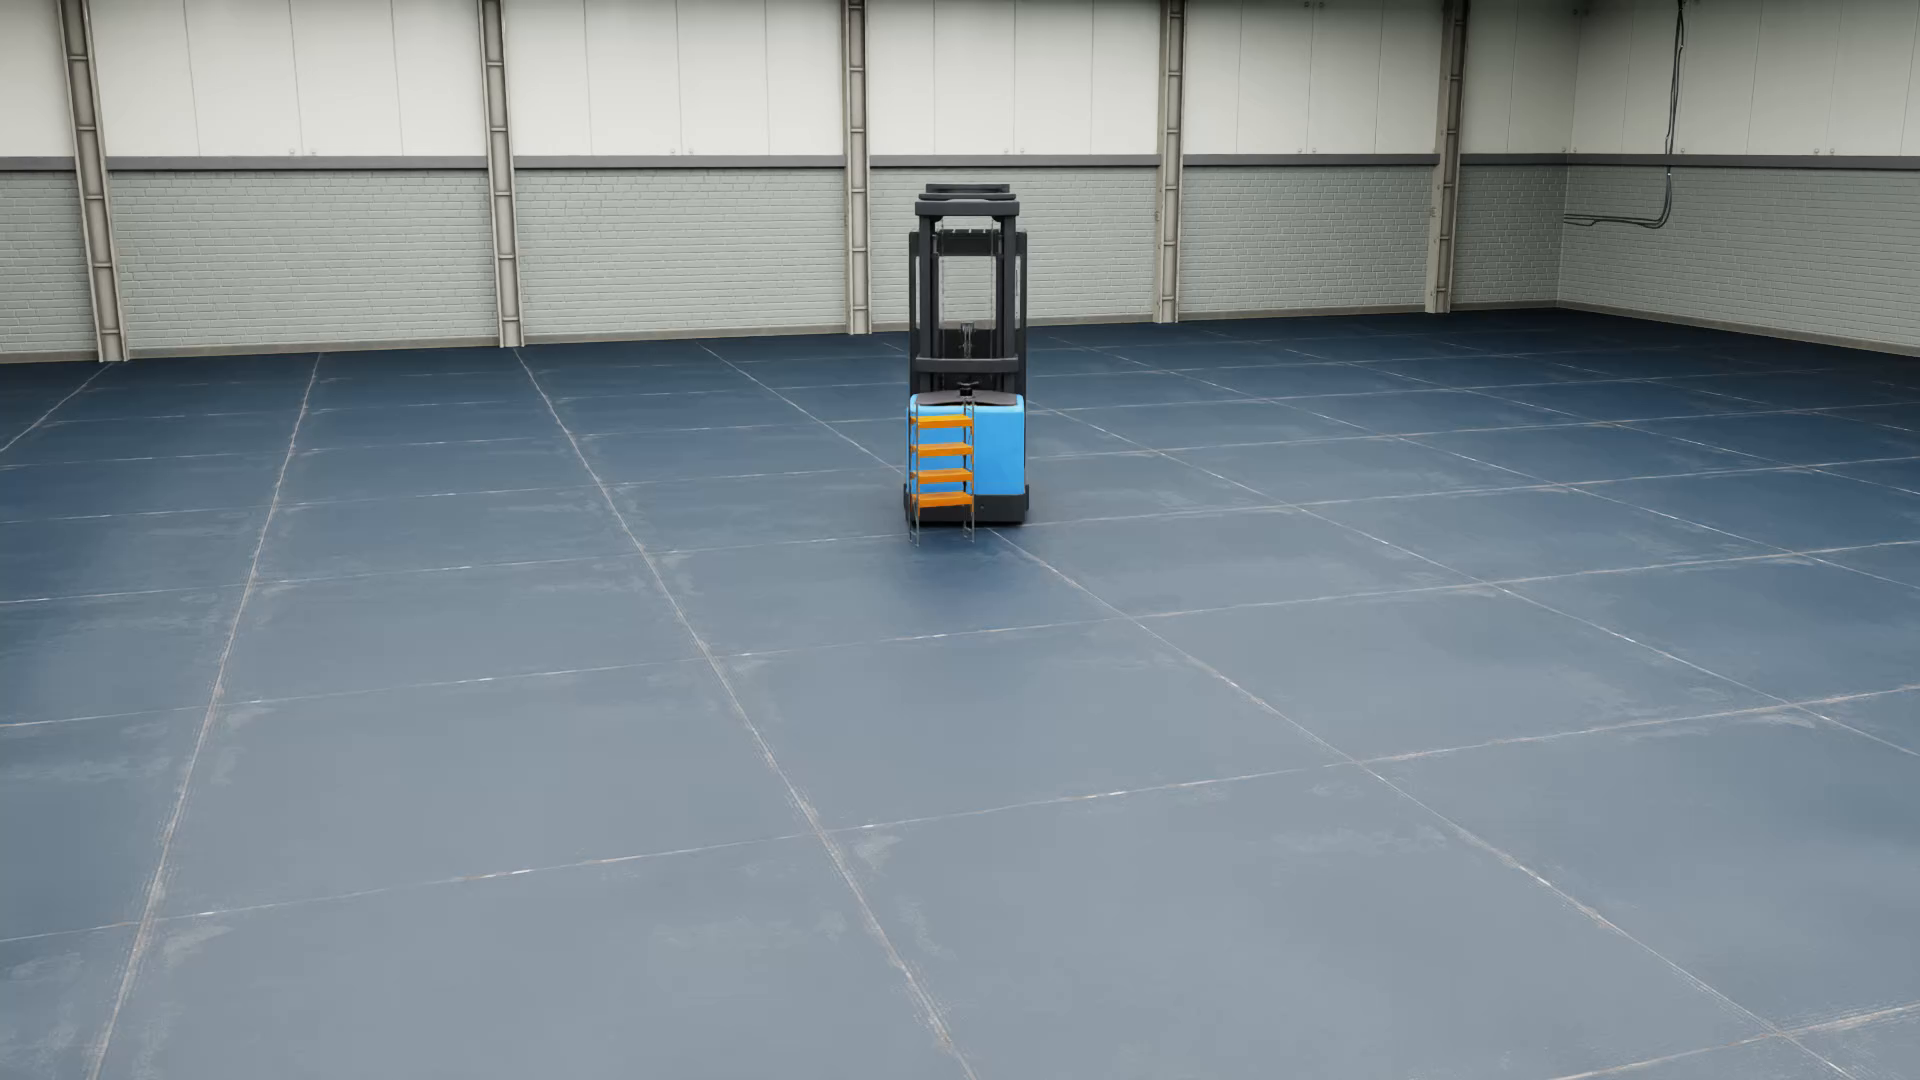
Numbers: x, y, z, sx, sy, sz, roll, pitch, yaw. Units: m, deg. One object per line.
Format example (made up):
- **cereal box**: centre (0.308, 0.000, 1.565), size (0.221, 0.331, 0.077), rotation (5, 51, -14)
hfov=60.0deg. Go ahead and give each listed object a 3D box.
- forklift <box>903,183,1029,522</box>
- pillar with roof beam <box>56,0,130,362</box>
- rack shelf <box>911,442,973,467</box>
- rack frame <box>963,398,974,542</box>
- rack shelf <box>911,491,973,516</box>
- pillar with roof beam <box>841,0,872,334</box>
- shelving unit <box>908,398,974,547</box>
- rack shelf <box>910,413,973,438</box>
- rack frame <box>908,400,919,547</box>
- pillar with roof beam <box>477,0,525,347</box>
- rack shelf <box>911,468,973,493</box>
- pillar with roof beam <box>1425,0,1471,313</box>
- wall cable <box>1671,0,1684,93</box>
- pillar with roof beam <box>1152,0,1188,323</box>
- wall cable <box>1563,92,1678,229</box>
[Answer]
- **forklift**: centre (0.079, -1.867, 15.656), size (1.130, 2.935, 3.031), rotation (0, 13, 1)
- **pillar with roof beam**: centre (-11.802, -6.235, 20.909), size (0.400, 9.000, 9.100), rotation (-4, 14, -18)
- **rack shelf**: centre (-0.157, -0.724, 13.916), size (0.480, 0.148, 0.258), rotation (-4, 14, -18)
- **rack frame**: centre (0.074, -0.590, 14.028), size (0.015, 1.200, 0.240), rotation (-4, 14, -18)
- **rack shelf**: centre (-0.157, -0.313, 14.014), size (0.480, 0.148, 0.258), rotation (-4, 14, -18)
- **pillar with roof beam**: centre (-0.429, -7.121, 24.633), size (0.400, 9.000, 9.100), rotation (-4, 14, -18)
- **shelving unit**: centre (-0.157, -0.571, 13.953), size (0.503, 1.200, 0.258), rotation (-4, 14, -18)
- **rack shelf**: centre (-0.157, -0.954, 13.862), size (0.480, 0.148, 0.258), rotation (-4, 14, -18)
- **rack frame**: centre (-0.388, -0.553, 13.877), size (0.015, 1.200, 0.240), rotation (-4, 14, -18)
- **pillar with roof beam**: centre (-6.116, -6.678, 22.771), size (0.400, 9.000, 9.100), rotation (-4, 14, -18)
- **rack shelf**: centre (-0.157, -0.506, 13.968), size (0.480, 0.148, 0.258), rotation (-4, 14, -18)
- **pillar with roof beam**: centre (10.944, -8.006, 28.356), size (0.400, 9.000, 9.100), rotation (-4, 14, -18)
- **wall cable**: centre (13.648, -9.231, 29.301), size (0.112, 2.526, 3.097), rotation (-4, 14, -18)
- **pillar with roof beam**: centre (5.258, -7.564, 26.494), size (0.400, 9.000, 9.100), rotation (-4, 14, -18)
- **wall cable**: centre (12.785, -7.367, 32.380), size (0.112, 2.526, 3.097), rotation (-4, 14, -18)
